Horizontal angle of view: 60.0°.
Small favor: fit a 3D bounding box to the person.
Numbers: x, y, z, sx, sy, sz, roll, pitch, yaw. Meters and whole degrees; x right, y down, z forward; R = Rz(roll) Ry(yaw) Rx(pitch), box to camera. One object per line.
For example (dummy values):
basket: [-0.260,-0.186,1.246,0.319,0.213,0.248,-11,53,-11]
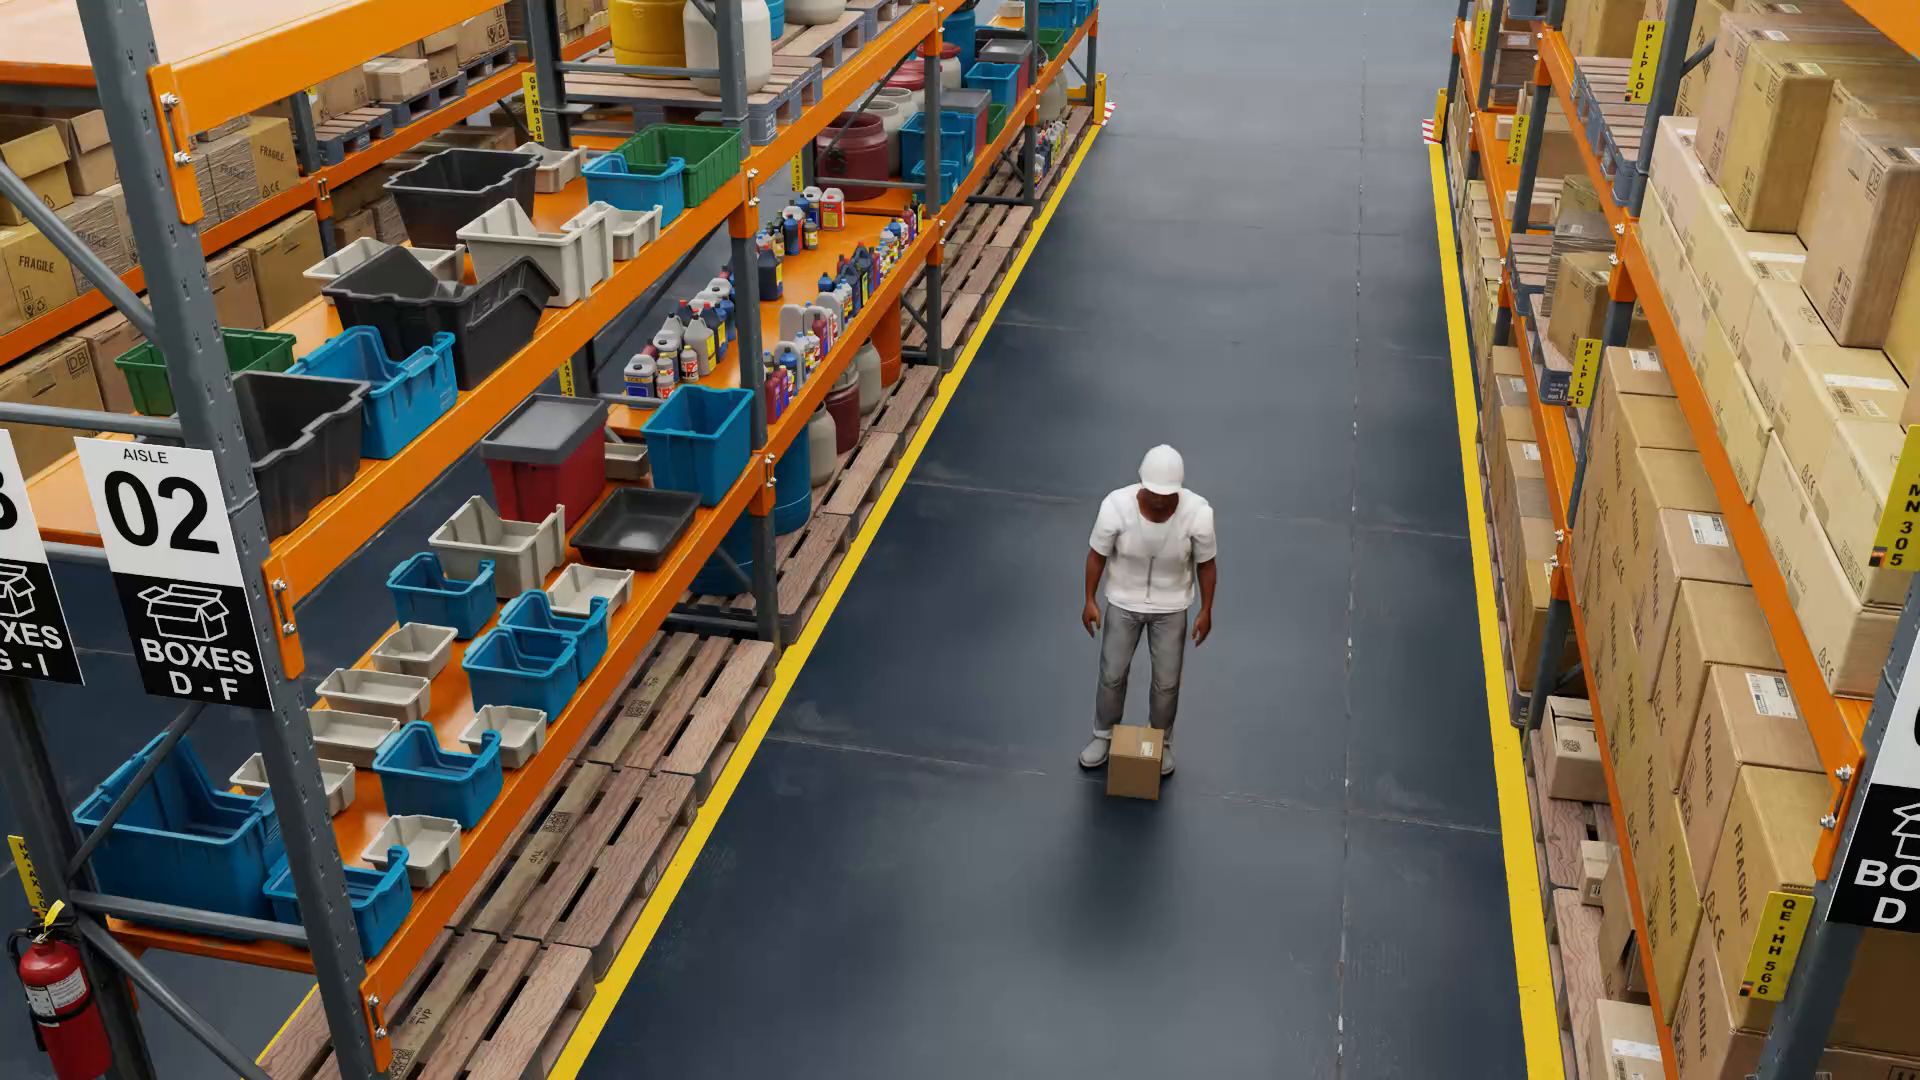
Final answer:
person: [0.905,0.324,8.010,0.629,1.759,0.460,4,29,8]
